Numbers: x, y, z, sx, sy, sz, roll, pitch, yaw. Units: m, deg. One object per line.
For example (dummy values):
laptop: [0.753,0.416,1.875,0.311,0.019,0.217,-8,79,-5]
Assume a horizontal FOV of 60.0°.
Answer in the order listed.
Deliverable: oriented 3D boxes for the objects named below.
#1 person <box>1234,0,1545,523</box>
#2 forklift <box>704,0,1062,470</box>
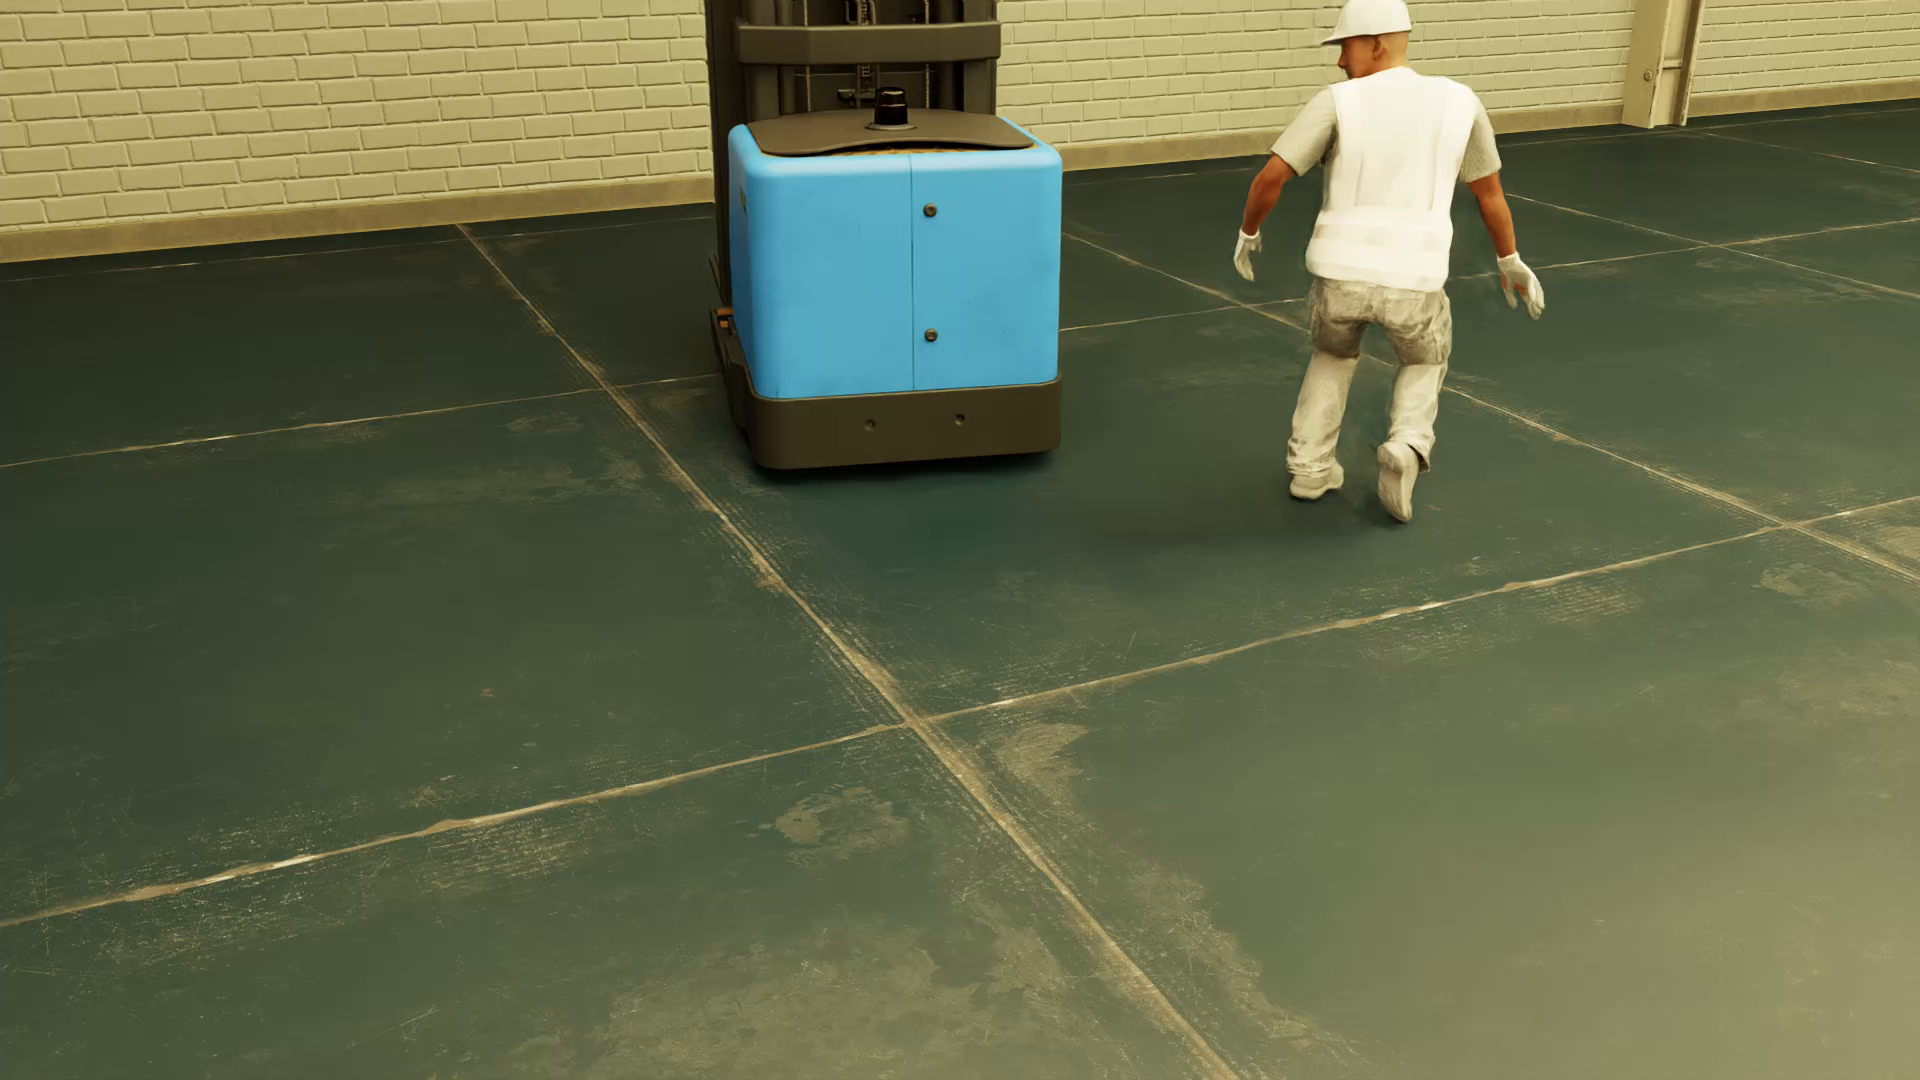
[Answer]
person: [1.333,-0.857,5.158,0.959,1.593,0.586,4,23,9]
forklift: [-0.452,-2.120,6.389,1.130,2.935,3.031,-4,23,-11]
